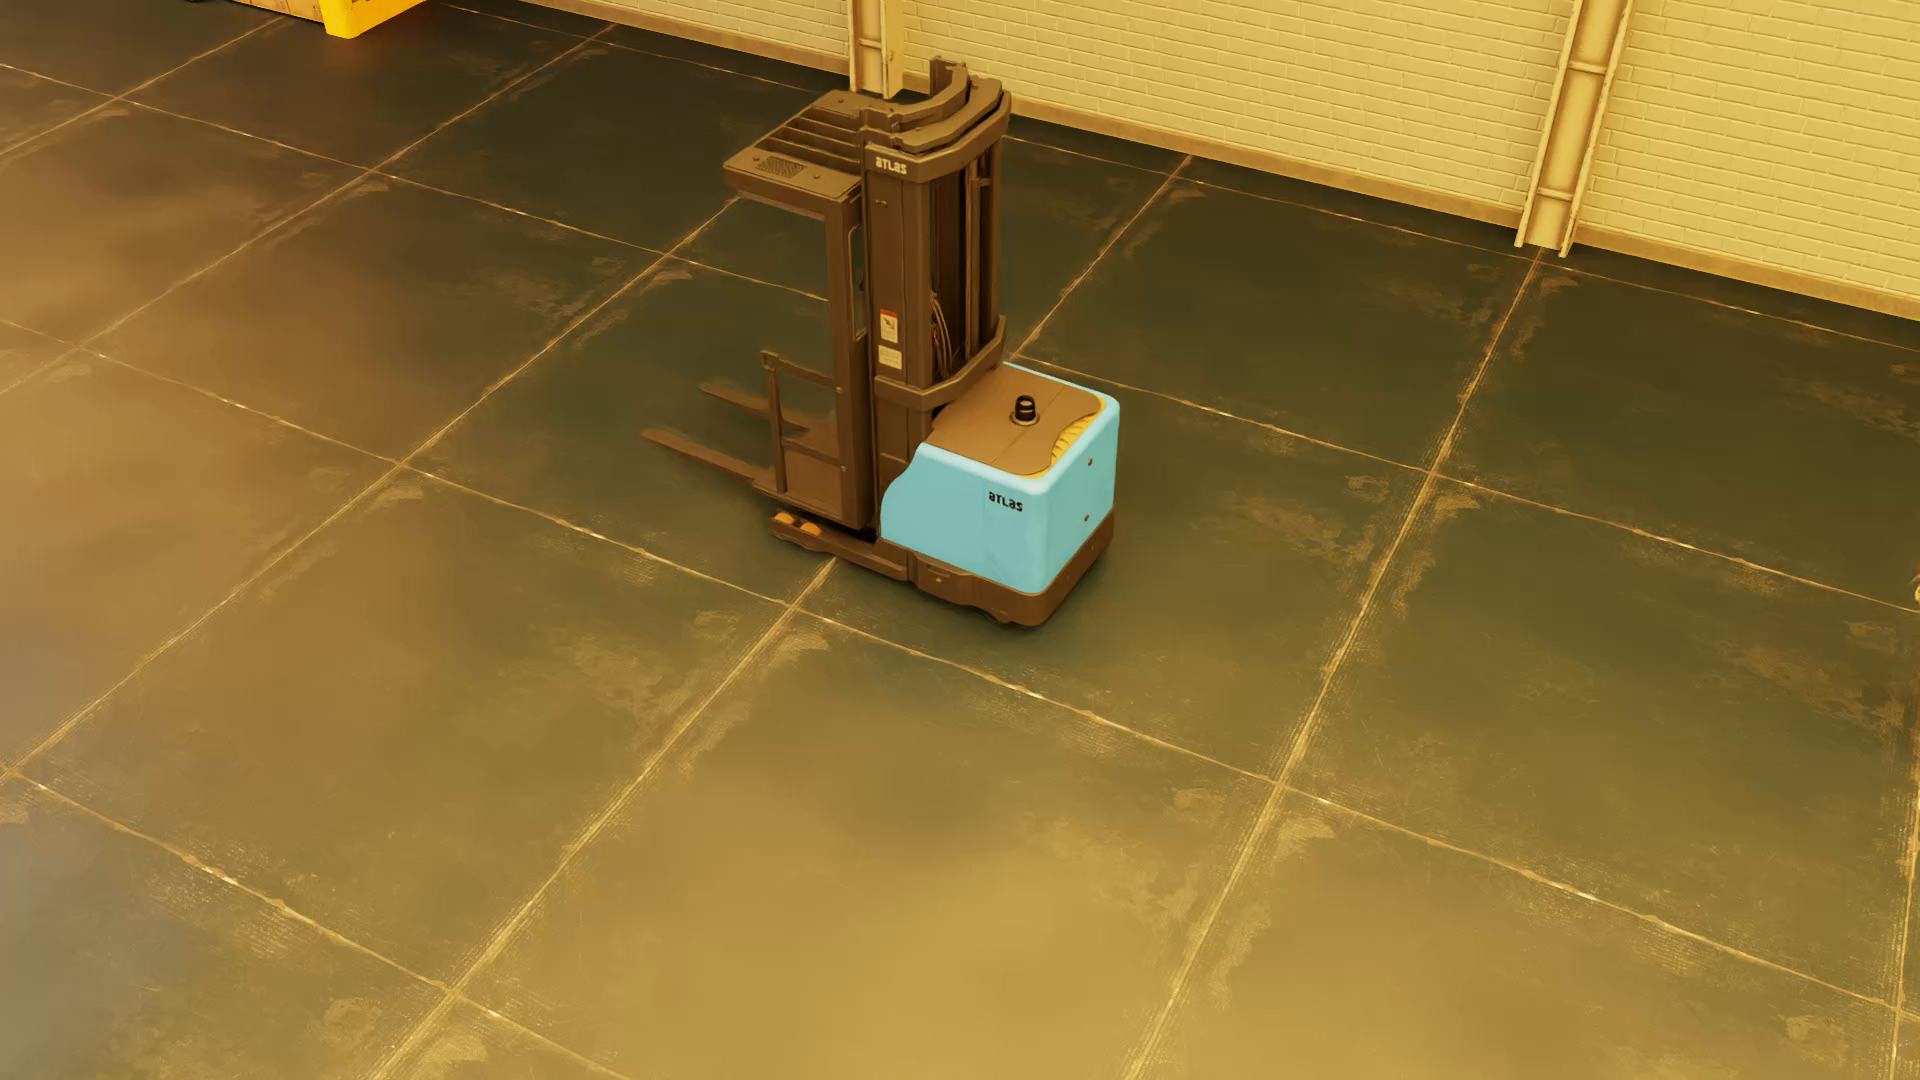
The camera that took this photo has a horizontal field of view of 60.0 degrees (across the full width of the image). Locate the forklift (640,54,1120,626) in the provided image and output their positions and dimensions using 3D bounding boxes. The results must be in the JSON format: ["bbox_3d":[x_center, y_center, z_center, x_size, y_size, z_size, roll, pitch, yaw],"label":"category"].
[{"bbox_3d":[-0.596,-1.331,9.567,3.031,2.935,1.130,21,44,23],"label":"forklift"}]
